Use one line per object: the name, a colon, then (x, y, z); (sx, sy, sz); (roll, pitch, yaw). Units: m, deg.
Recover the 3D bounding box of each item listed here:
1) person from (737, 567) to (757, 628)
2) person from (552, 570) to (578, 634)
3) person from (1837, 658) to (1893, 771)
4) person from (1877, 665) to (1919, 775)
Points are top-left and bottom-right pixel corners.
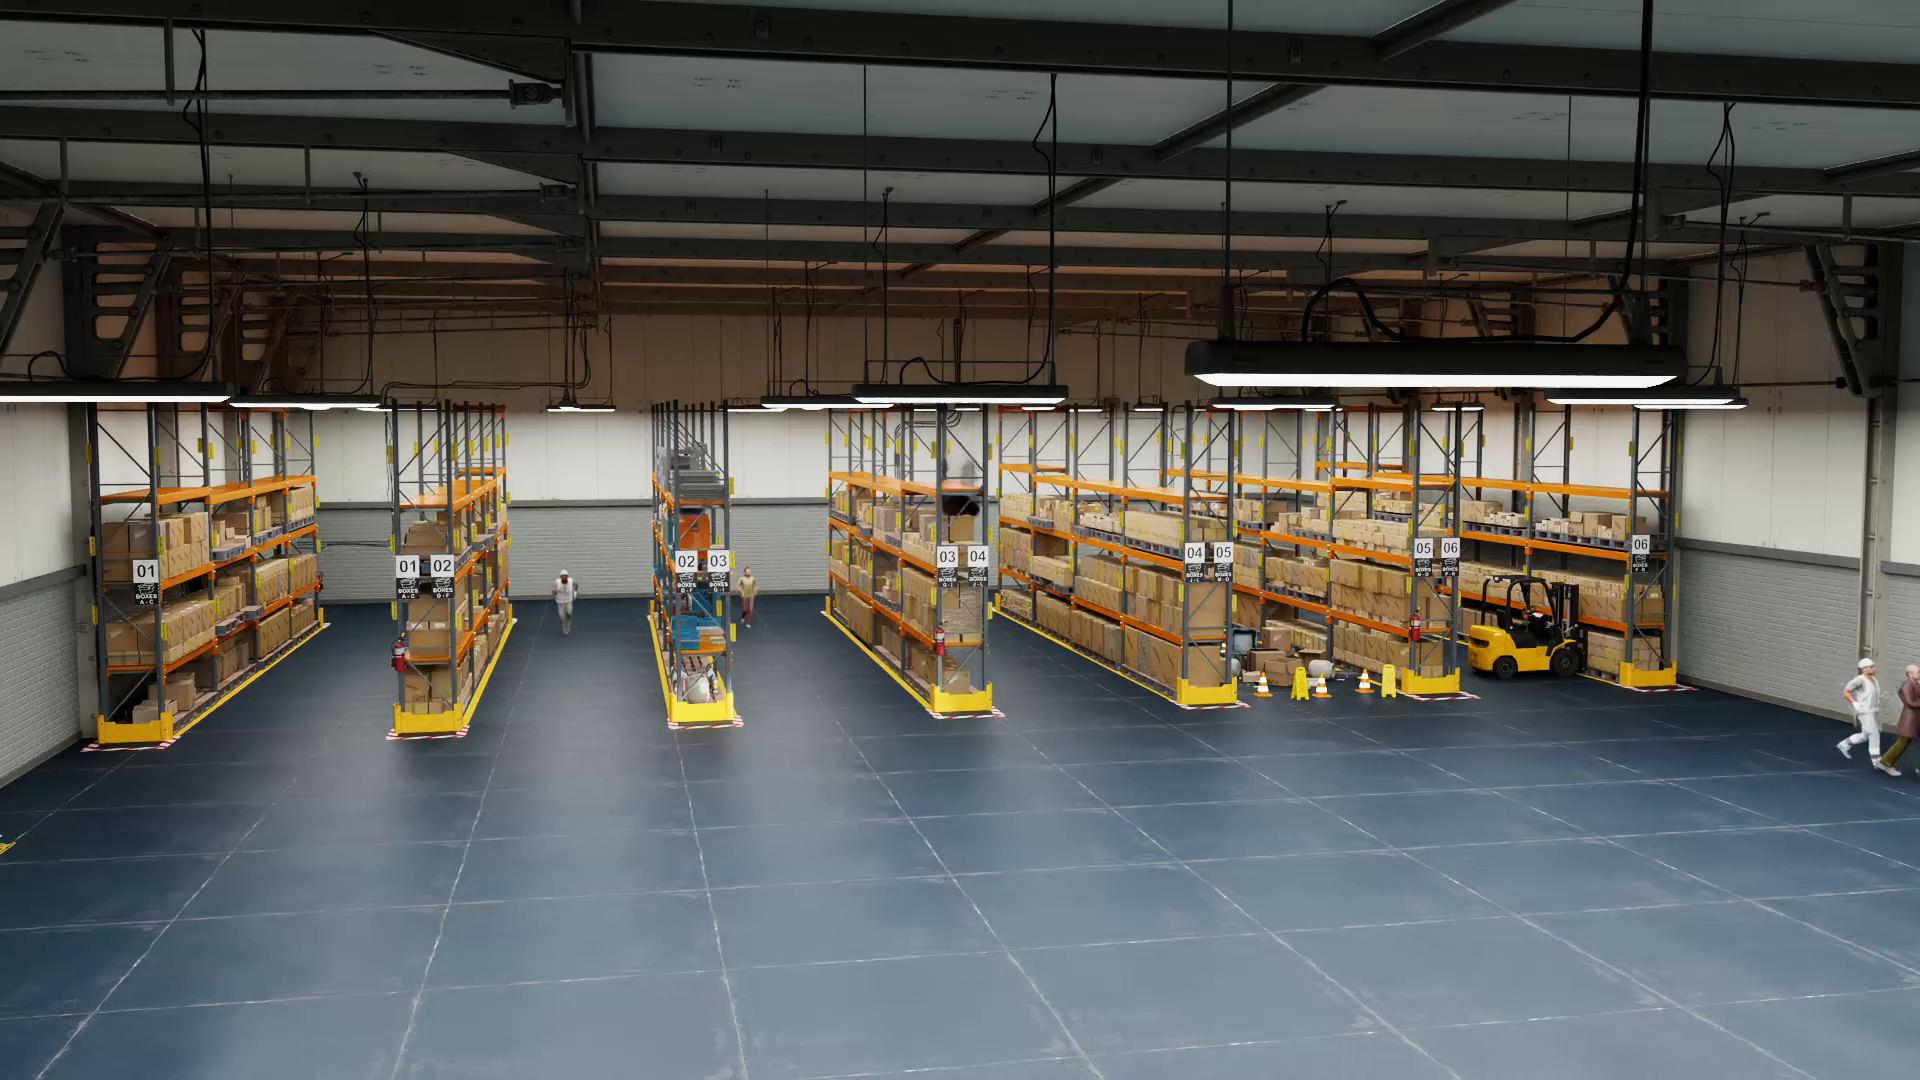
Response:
person: (-5.724, 1.536, 44.770); (0.569, 1.623, 0.546); (-2, 5, -22)
person: (-10.205, 1.612, 42.988); (0.655, 1.696, 0.827); (-1, 4, -12)
person: (14.646, 2.795, 26.876); (0.665, 1.766, 0.981); (-3, 5, -34)
person: (14.868, 2.915, 26.024); (0.677, 1.756, 0.865); (-4, 6, -42)
